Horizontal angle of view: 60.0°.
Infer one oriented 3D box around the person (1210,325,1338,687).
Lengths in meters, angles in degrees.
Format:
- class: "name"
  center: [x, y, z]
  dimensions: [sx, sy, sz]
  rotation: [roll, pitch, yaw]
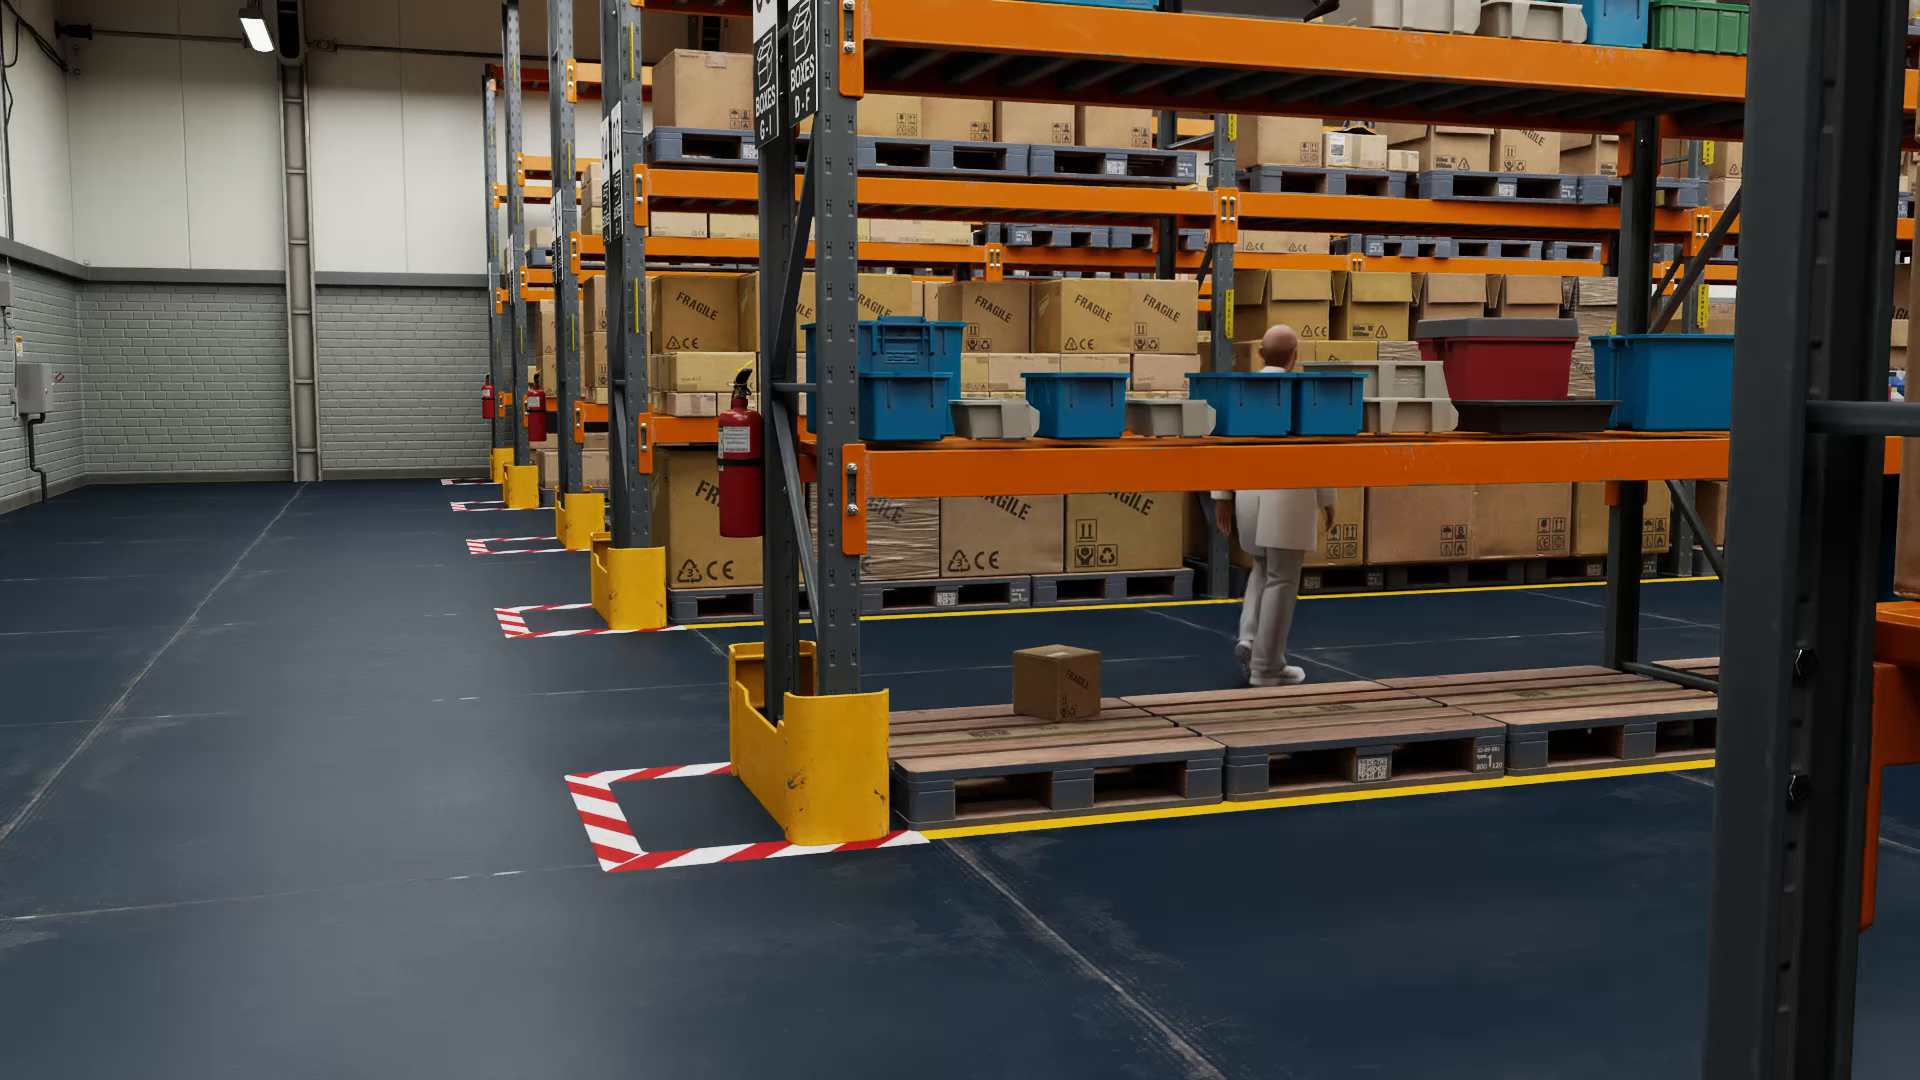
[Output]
- class: "person"
  center: [1.562, -0.140, 8.250]
  dimensions: [0.580, 1.844, 0.556]
  rotation: [5, 7, 40]
